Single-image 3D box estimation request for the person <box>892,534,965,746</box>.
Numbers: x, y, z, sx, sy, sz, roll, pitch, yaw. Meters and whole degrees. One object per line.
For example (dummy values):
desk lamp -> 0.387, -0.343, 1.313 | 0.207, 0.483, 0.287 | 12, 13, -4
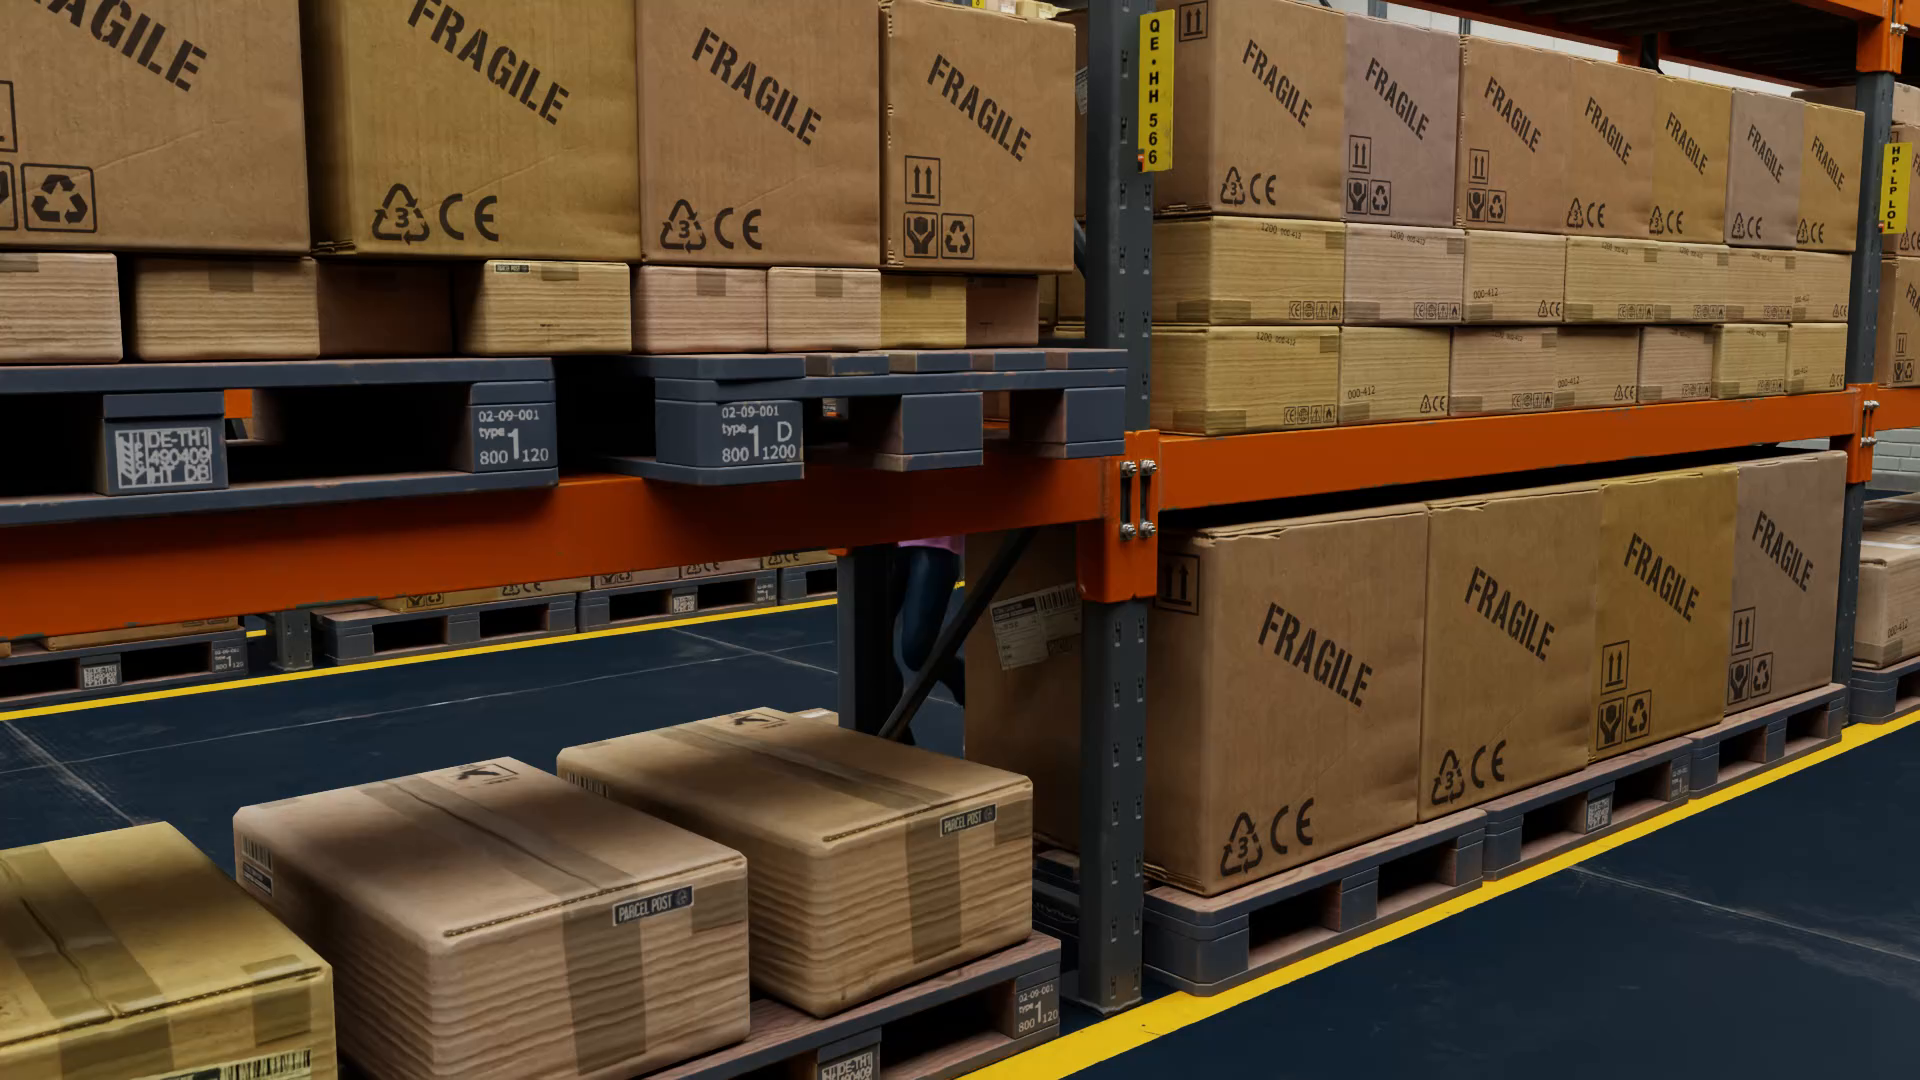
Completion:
person -> -0.172, 0.039, 5.712 | 0.610, 1.537, 0.620 | 7, 10, 43
